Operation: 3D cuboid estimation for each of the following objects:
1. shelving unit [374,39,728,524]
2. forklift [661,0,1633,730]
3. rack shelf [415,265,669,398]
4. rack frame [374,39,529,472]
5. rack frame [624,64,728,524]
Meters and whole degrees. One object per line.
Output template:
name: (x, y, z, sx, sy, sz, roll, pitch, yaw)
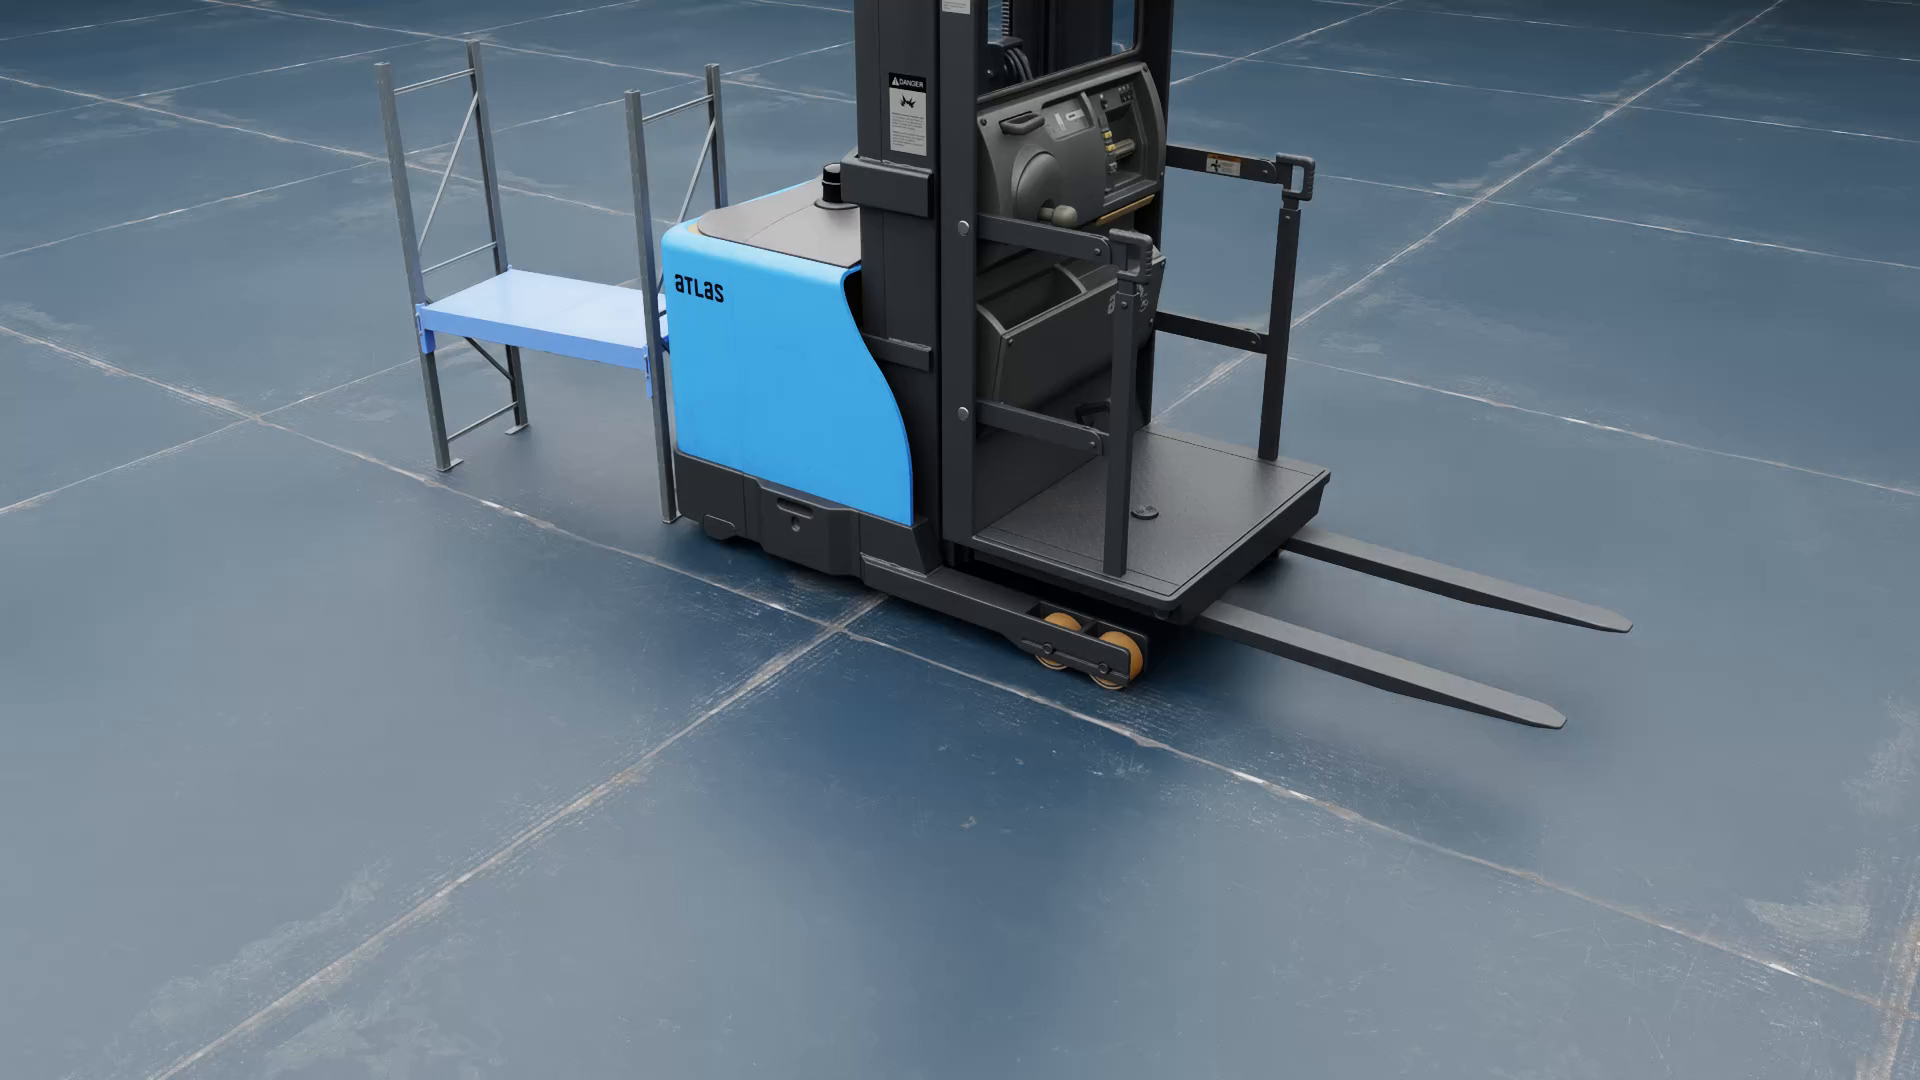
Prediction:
shelving unit: (-1.387, -0.928, 5.920, 1.048, 1.500, 0.538, 12, 29, 23)
forklift: (0.512, -1.141, 4.761, 3.031, 2.935, 1.130, 18, 32, 31)
rack shelf: (-1.387, -0.768, 6.002, 1.000, 0.185, 0.538, 12, 29, 23)
rack frame: (-1.846, -1.027, 6.115, 0.032, 1.500, 0.500, 12, 29, 23)
rack frame: (-0.928, -0.829, 5.725, 0.032, 1.500, 0.500, 12, 29, 23)
